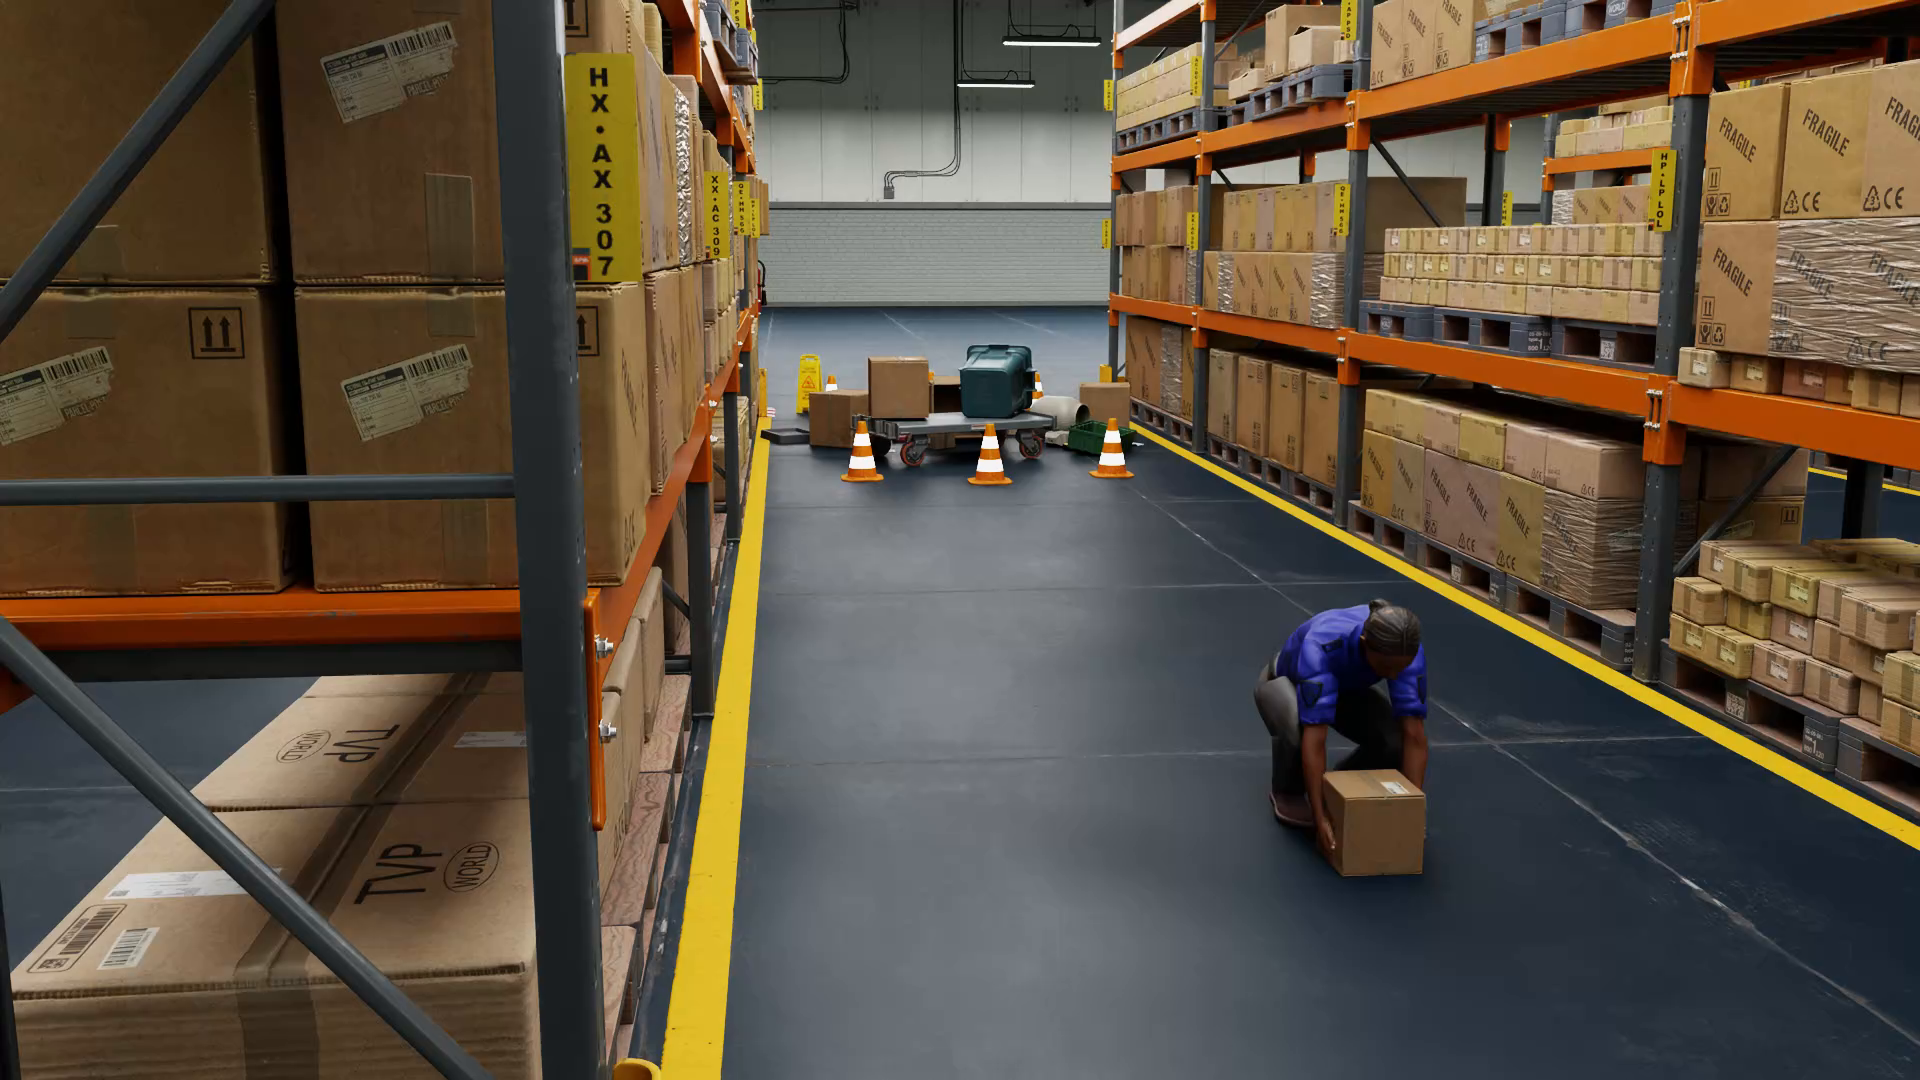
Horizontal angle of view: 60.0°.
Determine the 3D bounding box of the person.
[{"bbox_3d":[1.234,0.544,5.368,0.471,0.810,0.811,-1,10,-6],"label":"person"}]
